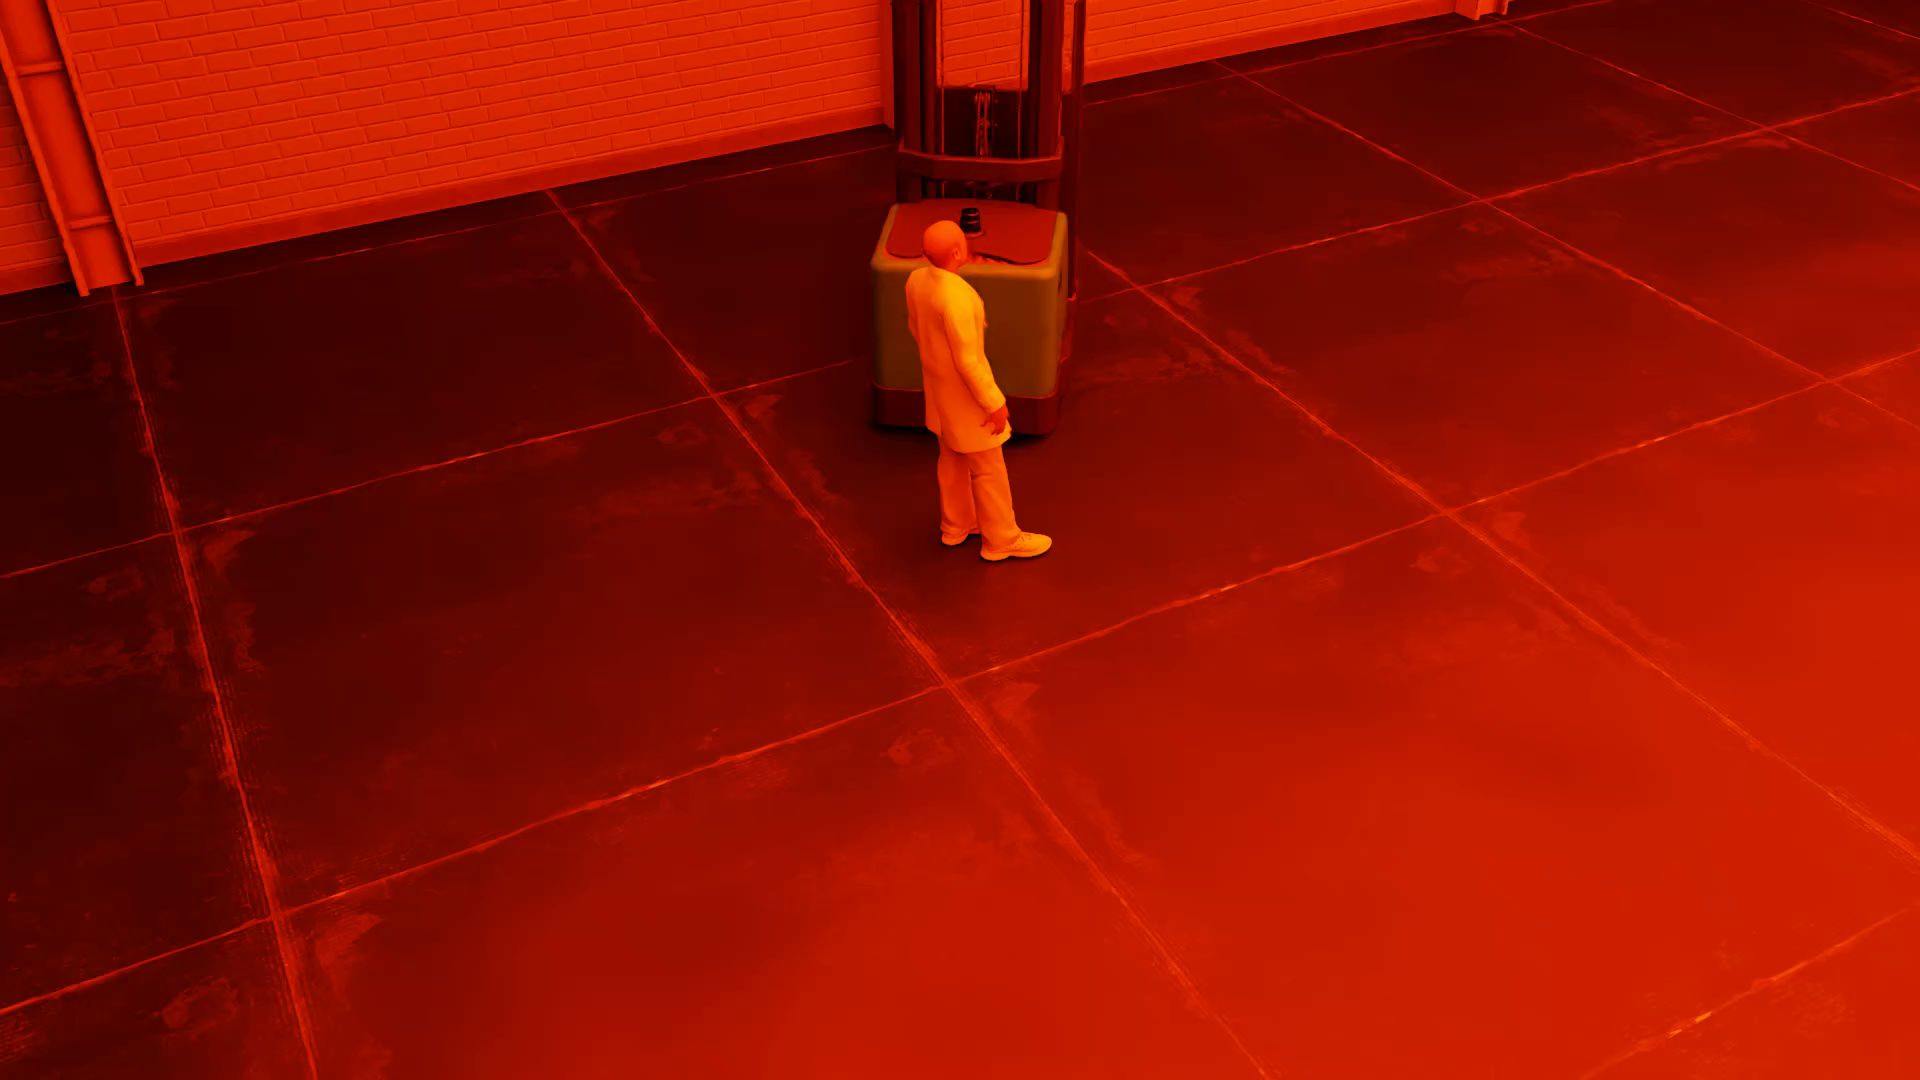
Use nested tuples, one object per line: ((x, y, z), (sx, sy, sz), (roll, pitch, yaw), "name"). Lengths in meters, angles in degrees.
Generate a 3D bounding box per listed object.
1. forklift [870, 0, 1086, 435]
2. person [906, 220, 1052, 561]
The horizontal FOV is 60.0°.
((0.190, -2.628, 9.841), (1.130, 2.935, 3.031), (4, 35, 6), "forklift")
((0.083, -0.754, 8.177), (0.579, 1.775, 0.696), (-17, 39, -23), "person")
